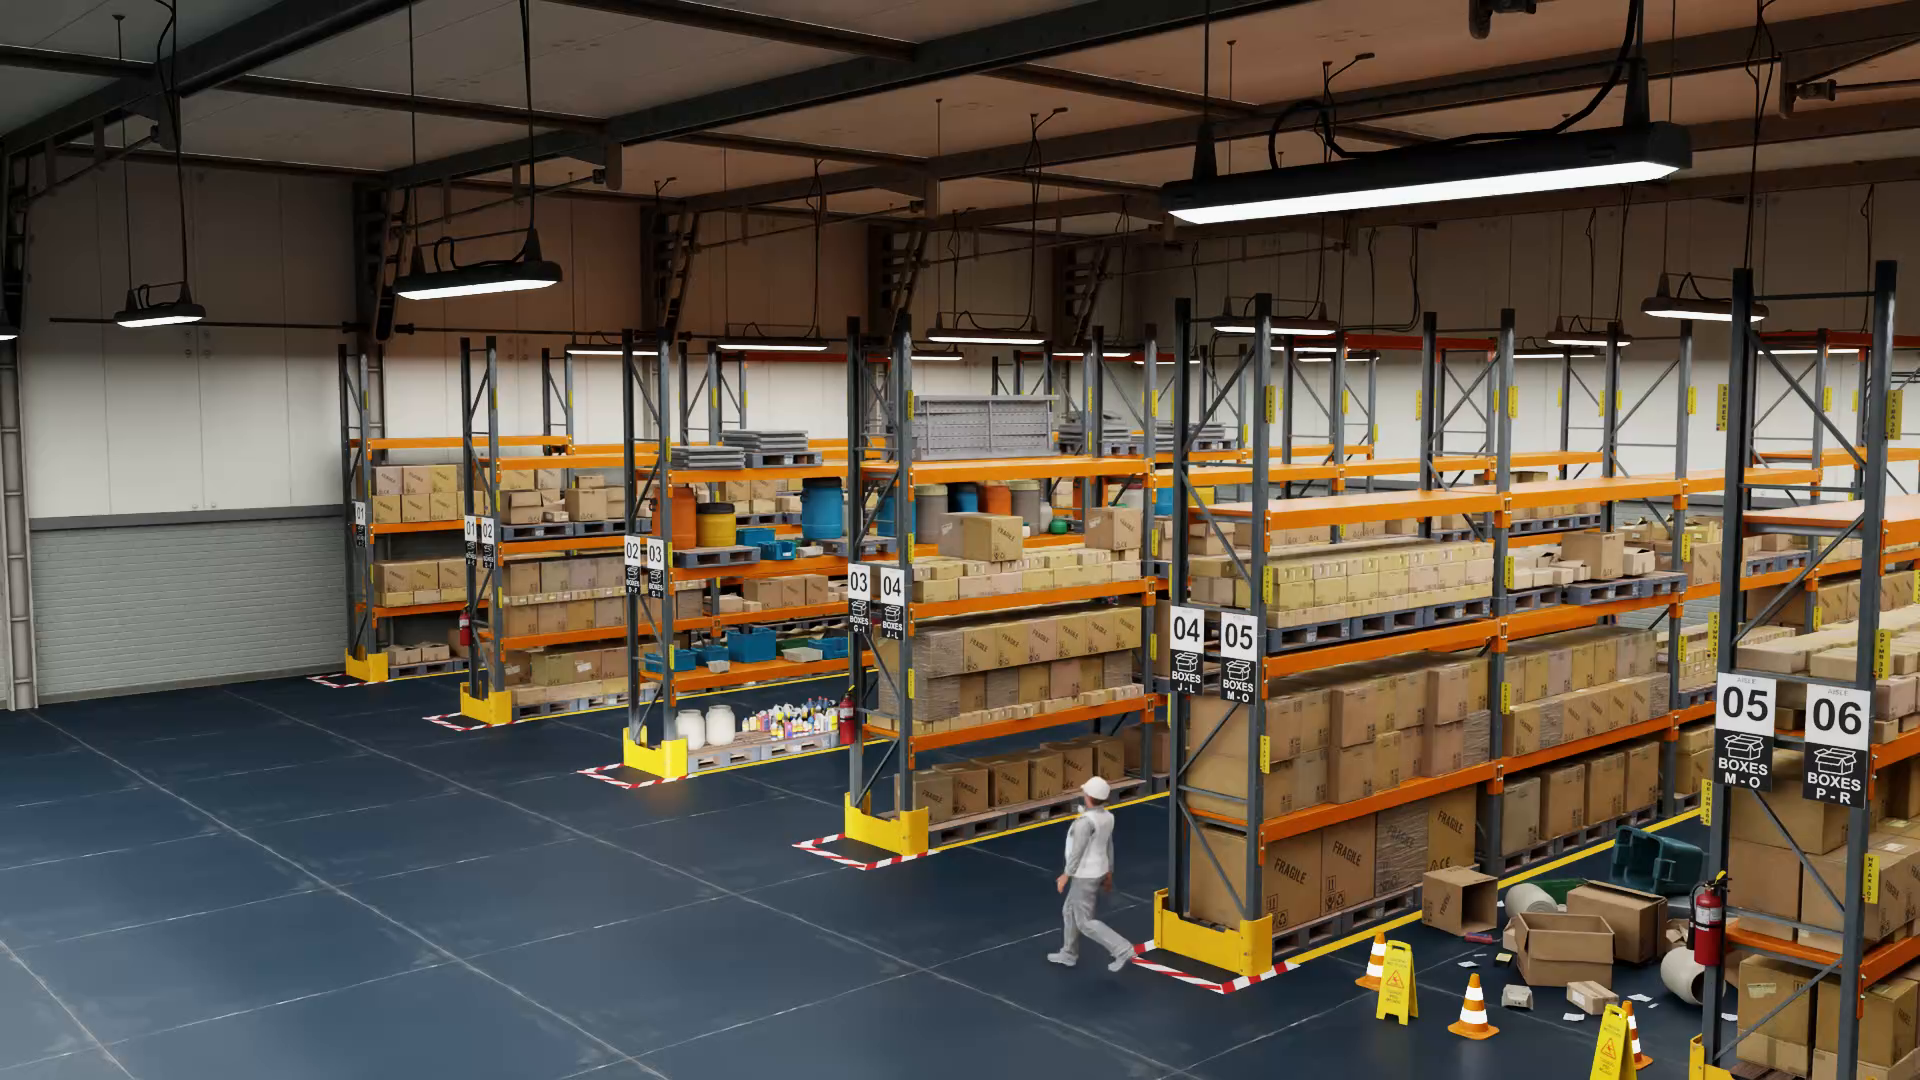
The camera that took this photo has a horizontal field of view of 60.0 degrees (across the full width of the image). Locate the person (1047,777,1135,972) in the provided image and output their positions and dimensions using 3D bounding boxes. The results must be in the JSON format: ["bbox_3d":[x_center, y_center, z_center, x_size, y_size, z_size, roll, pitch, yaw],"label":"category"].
[{"bbox_3d":[1.165,2.976,14.787,0.897,1.743,0.533,2,6,23],"label":"person"}]

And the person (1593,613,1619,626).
[{"bbox_3d":[12.110,1.555,31.256,0.506,1.640,0.570,3,6,26],"label":"person"}]
